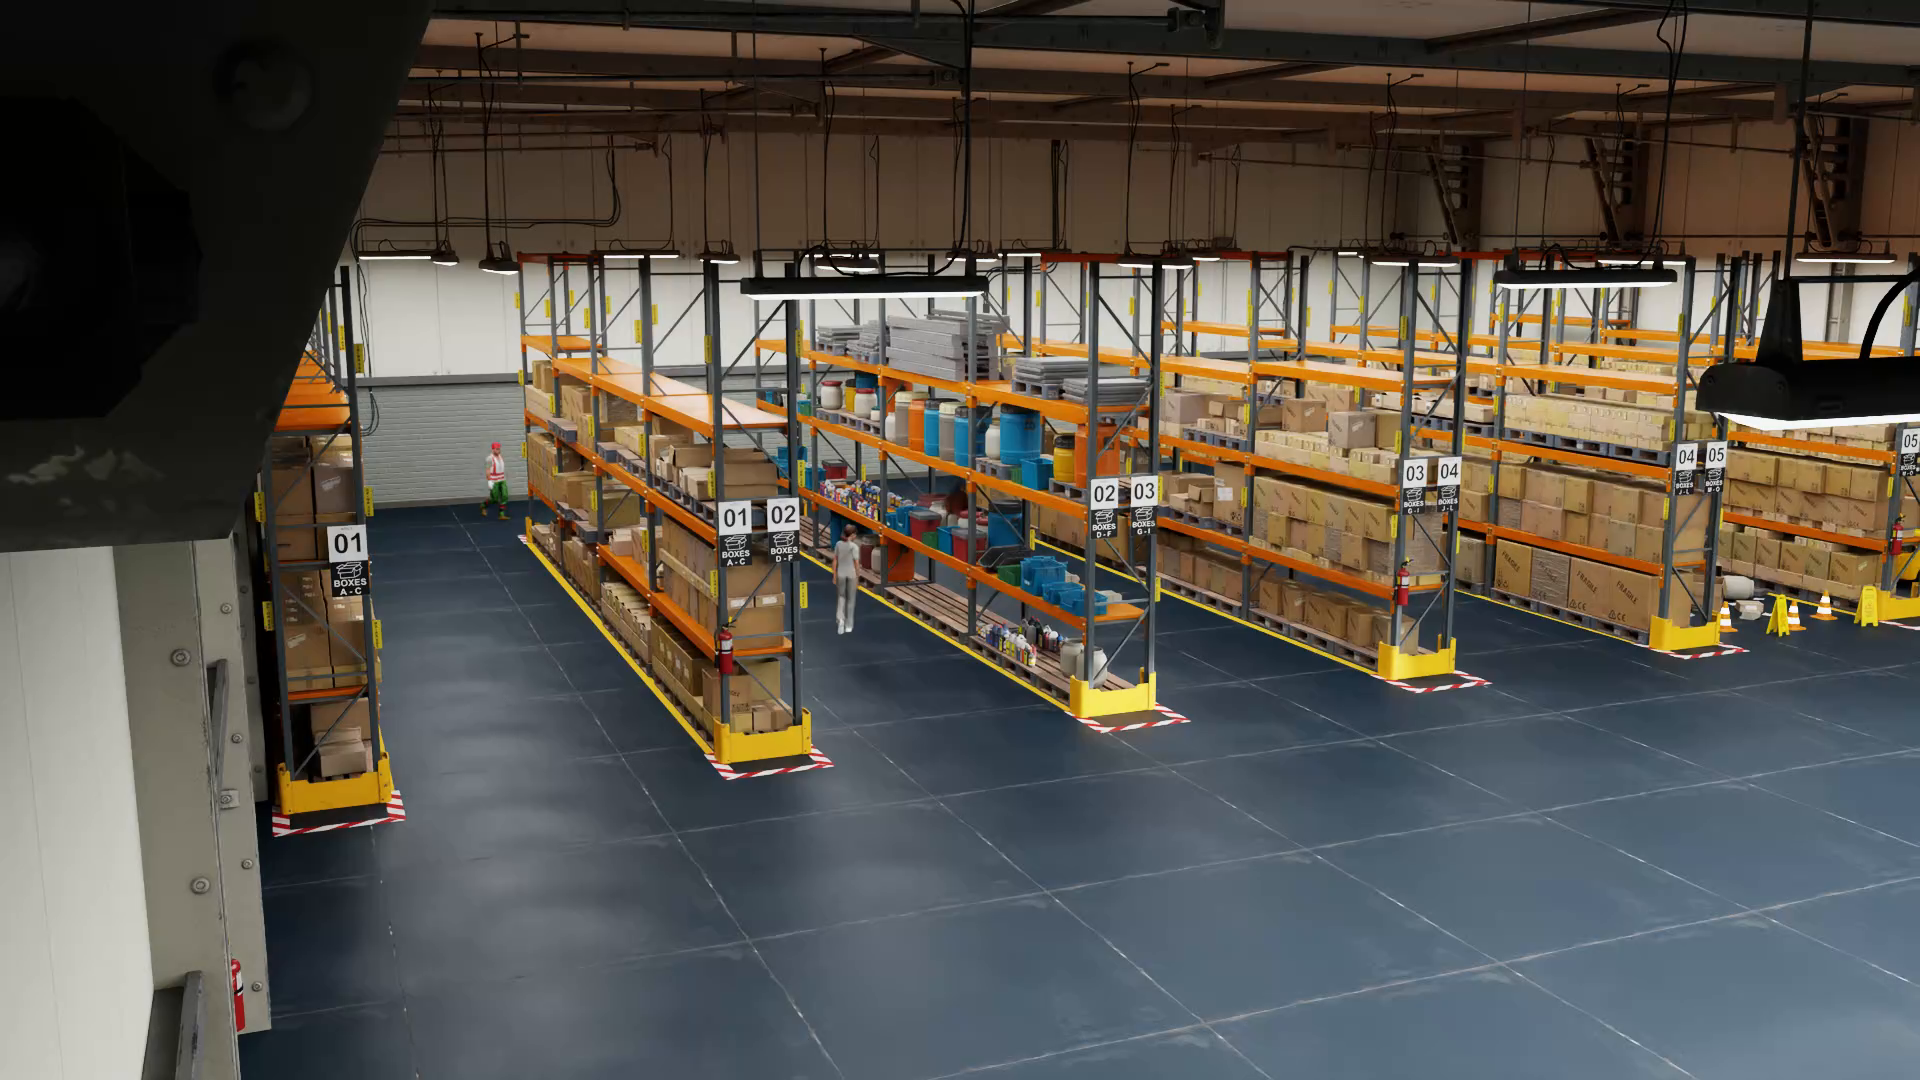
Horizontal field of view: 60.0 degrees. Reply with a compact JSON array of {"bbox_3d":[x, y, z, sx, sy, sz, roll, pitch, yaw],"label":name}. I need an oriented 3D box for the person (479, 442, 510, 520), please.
[{"bbox_3d":[-10.444,-1.323,37.314,0.706,1.758,0.536,5,12,27],"label":"person"}]

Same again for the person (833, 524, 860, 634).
[{"bbox_3d":[-1.742,0.602,25.493,0.450,1.710,0.439,2,11,12],"label":"person"}]

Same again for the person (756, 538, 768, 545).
[{"bbox_3d":[-3.652,-0.059,29.324,0.517,1.623,0.901,-5,12,-28],"label":"person"}]
